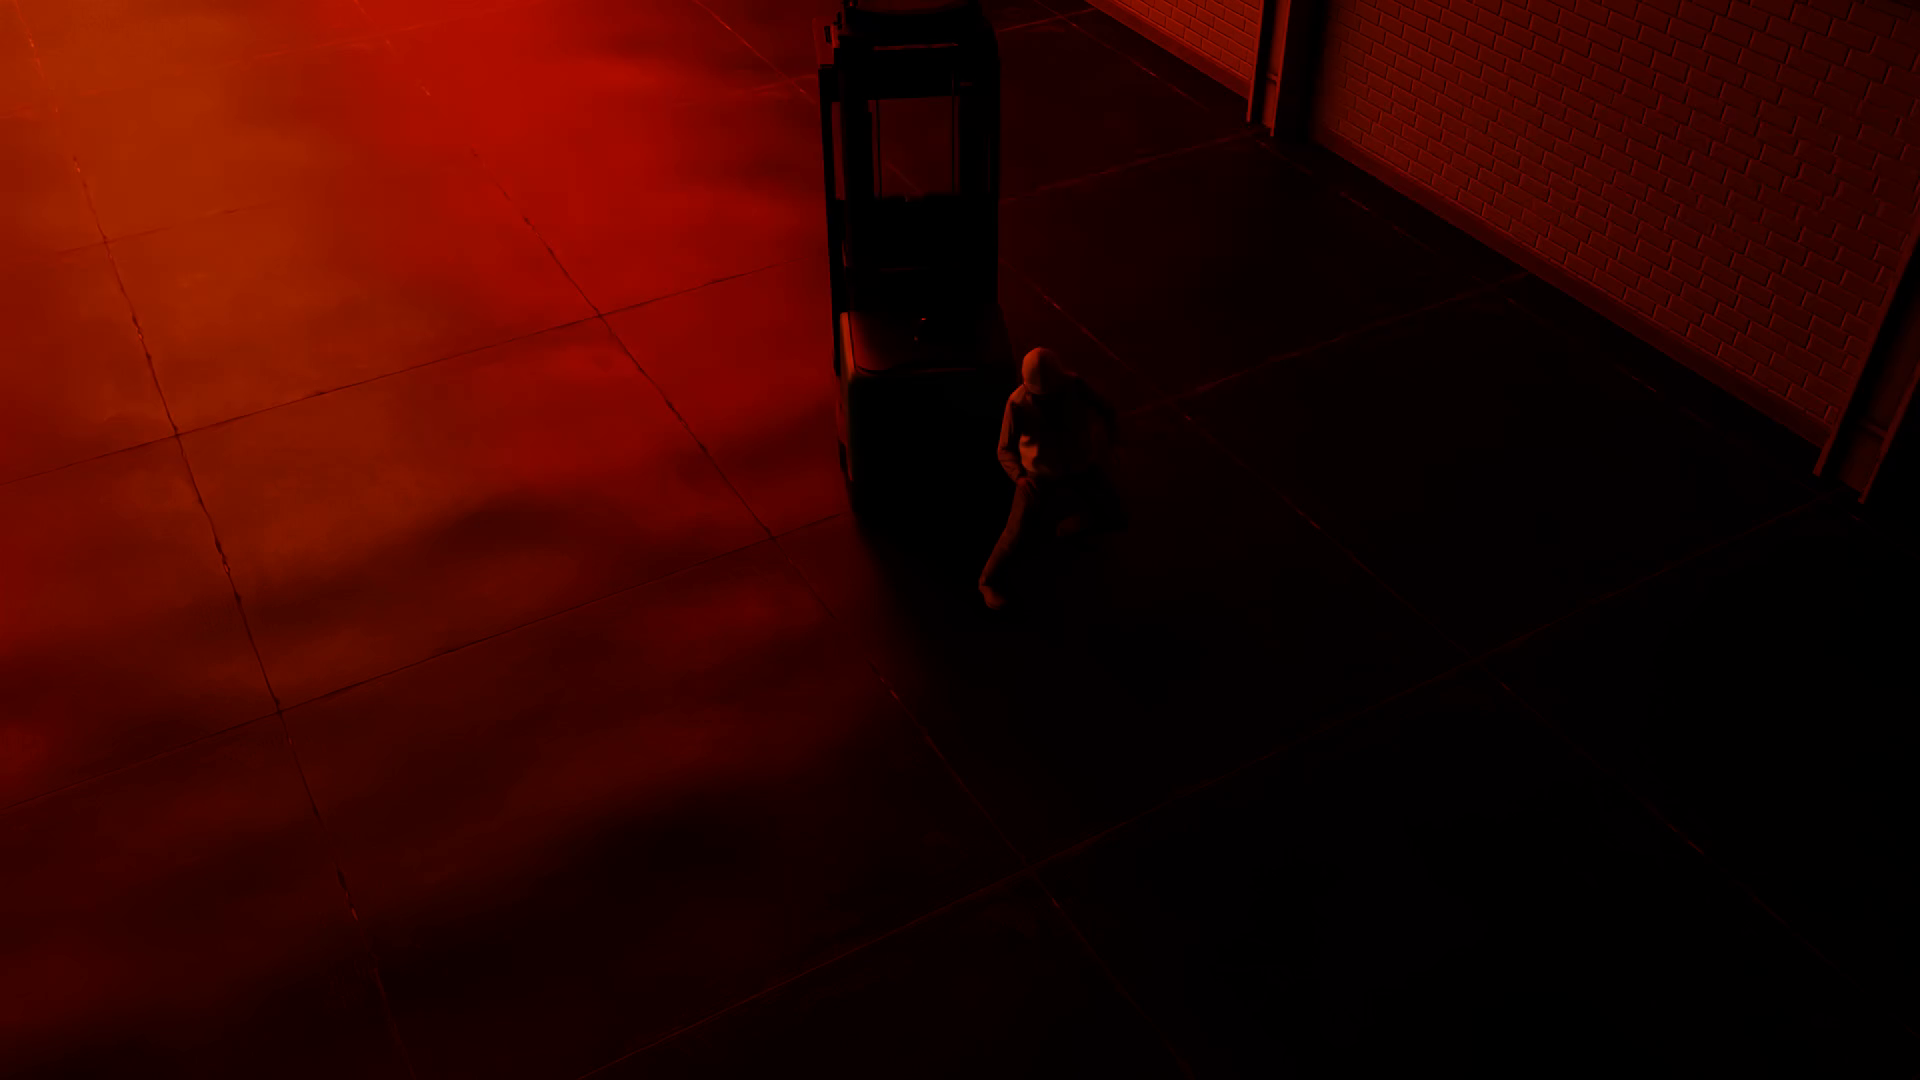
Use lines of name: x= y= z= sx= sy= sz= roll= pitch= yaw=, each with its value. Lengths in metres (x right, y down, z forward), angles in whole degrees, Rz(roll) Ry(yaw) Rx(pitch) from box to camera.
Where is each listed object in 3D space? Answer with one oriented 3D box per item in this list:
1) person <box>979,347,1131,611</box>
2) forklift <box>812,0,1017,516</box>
person: x=0.535 y=-0.366 z=9.549 sx=0.875 sy=1.570 sz=0.781 roll=-7 pitch=40 yaw=-9
forklift: x=-0.331 y=-2.216 z=10.708 sx=1.130 sy=2.935 sz=3.031 roll=-4 pitch=40 yaw=-5
